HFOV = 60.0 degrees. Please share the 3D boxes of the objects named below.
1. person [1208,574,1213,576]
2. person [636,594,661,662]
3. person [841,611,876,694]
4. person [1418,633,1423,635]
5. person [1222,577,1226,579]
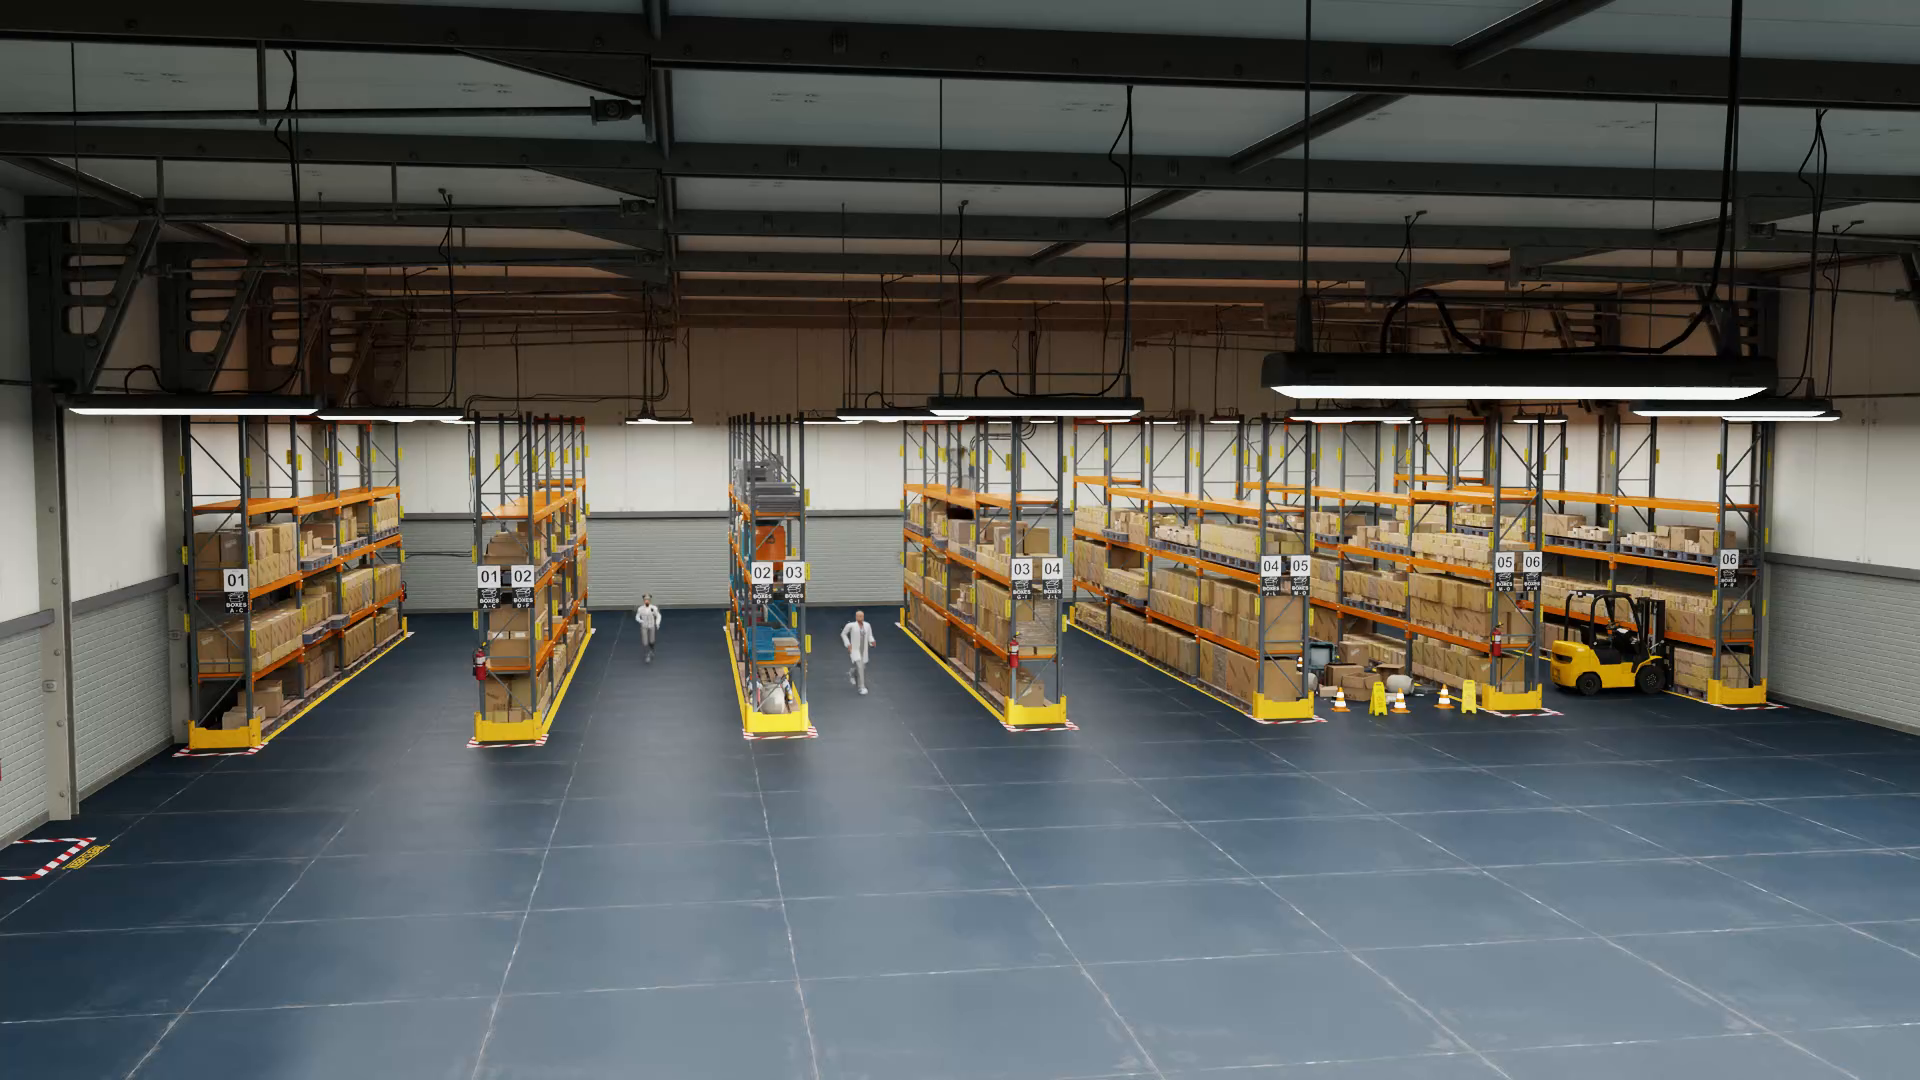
[{"bbox_3d":[6.898,1.760,45.739,0.598,1.669,0.933,-2,5,-32],"label":"person"},{"bbox_3d":[-7.592,2.144,40.509,0.604,1.659,0.531,-1,4,-9],"label":"person"},{"bbox_3d":[-2.232,2.407,35.996,0.693,1.761,0.956,-2,5,-31],"label":"person"},{"bbox_3d":[11.858,1.965,42.252,0.670,1.778,0.991,-1,4,-10],"label":"person"},{"bbox_3d":[6.860,1.874,43.517,0.692,1.796,0.889,-1,4,-13],"label":"person"}]
